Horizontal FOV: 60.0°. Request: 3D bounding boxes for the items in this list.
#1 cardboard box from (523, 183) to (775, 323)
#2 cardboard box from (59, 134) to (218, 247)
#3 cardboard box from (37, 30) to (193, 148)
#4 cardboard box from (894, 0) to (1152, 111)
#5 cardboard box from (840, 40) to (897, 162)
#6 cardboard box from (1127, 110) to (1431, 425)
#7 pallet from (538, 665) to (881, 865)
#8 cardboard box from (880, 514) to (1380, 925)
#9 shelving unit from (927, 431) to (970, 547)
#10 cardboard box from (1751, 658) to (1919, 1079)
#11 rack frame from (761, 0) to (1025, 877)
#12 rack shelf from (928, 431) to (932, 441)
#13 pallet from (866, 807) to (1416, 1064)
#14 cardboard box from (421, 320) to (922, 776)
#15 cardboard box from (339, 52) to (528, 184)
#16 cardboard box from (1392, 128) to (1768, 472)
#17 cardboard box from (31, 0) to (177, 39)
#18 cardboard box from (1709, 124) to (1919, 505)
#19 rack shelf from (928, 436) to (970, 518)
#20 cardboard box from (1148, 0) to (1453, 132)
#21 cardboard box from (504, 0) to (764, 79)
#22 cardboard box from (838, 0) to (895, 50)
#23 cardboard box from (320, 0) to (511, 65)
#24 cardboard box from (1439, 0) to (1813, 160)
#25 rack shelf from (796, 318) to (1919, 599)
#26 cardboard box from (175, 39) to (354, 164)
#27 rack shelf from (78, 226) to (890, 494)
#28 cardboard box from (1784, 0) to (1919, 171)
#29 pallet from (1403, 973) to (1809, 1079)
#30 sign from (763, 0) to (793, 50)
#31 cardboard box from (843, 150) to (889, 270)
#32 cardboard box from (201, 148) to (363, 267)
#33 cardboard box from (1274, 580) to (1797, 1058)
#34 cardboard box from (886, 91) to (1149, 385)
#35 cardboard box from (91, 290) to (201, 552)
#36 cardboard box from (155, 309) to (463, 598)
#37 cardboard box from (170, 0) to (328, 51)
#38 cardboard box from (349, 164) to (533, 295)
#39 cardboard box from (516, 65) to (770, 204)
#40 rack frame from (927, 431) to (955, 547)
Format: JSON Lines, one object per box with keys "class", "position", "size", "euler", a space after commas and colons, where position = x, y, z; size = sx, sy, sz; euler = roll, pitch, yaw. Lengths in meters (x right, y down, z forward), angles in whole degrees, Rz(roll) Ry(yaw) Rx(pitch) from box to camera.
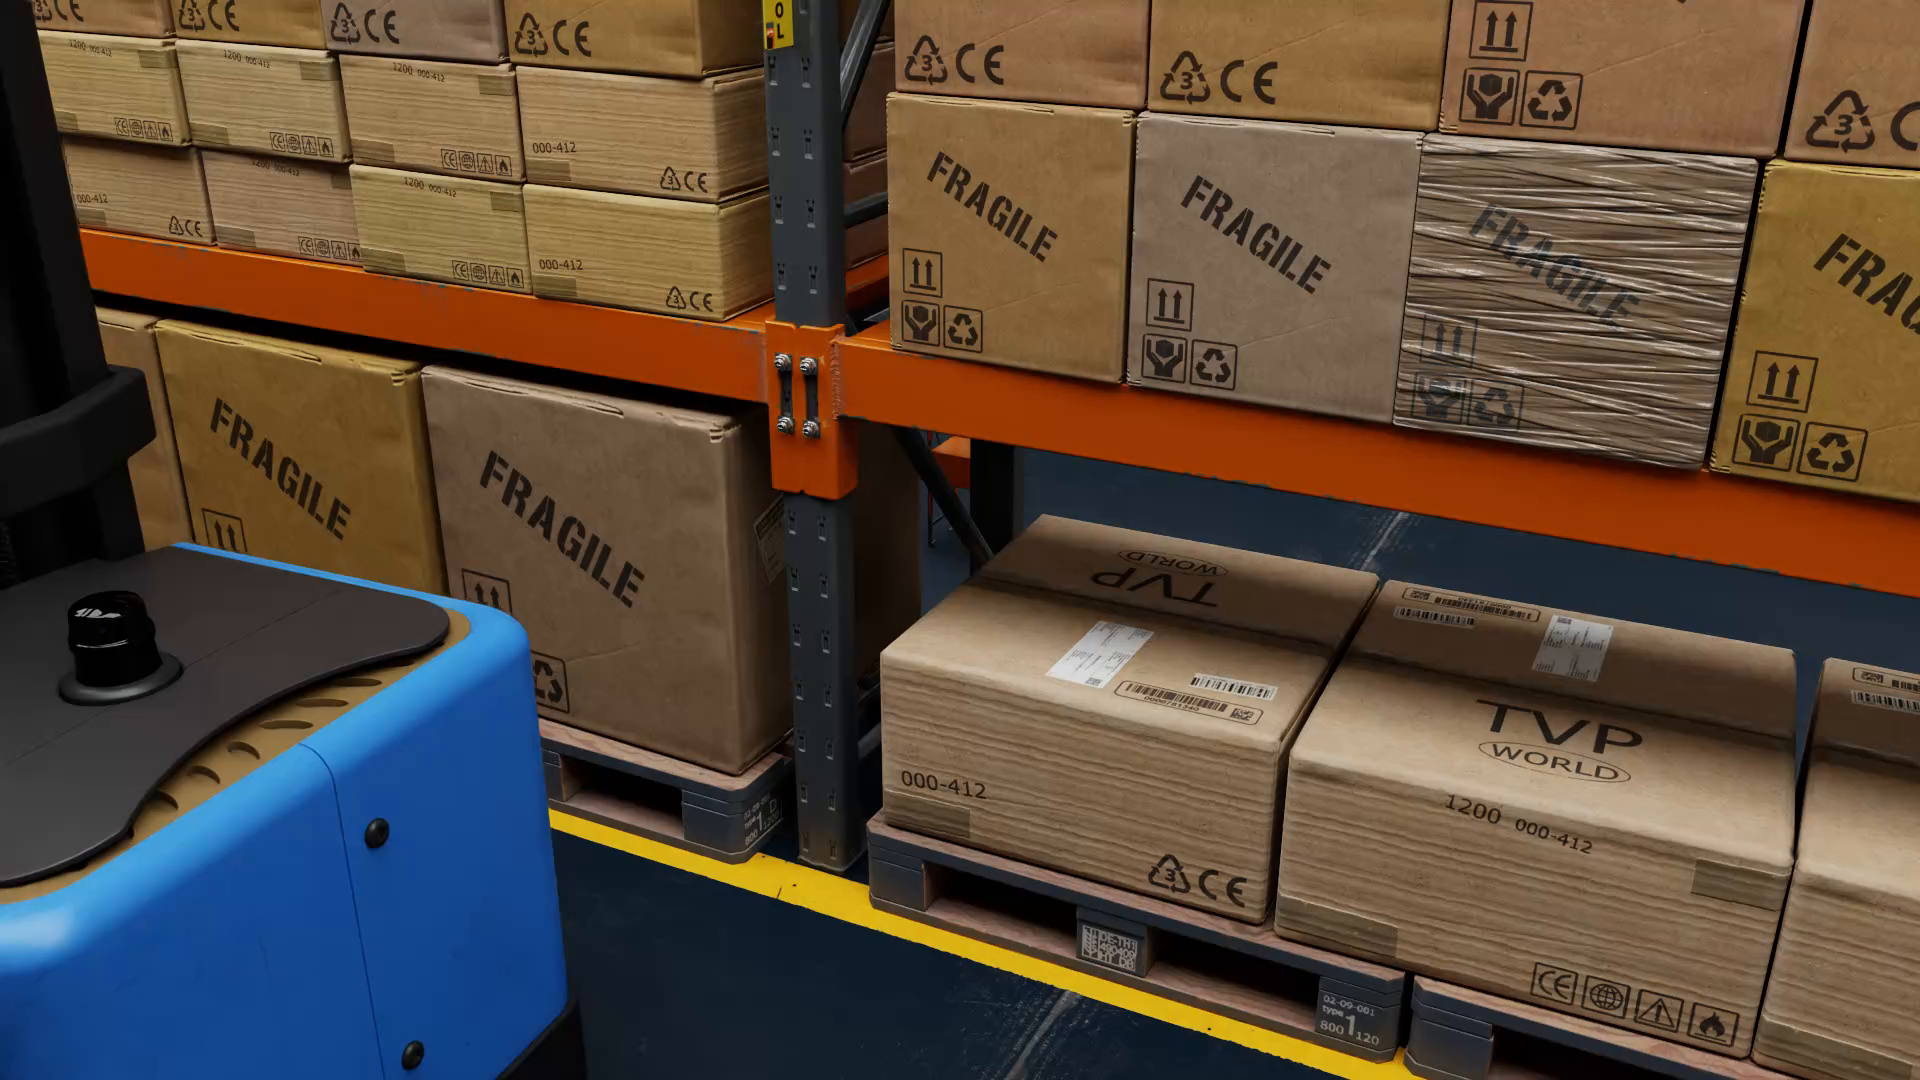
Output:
{"class": "cardboard box", "position": [-0.618, -0.699, 3.752], "size": [0.500, 0.250, 0.500], "euler": [11, 25, 23]}
{"class": "cardboard box", "position": [-1.976, -0.975, 4.401], "size": [0.500, 0.250, 0.500], "euler": [11, 25, 25]}
{"class": "cardboard box", "position": [-1.986, -1.190, 4.269], "size": [0.500, 0.250, 0.500], "euler": [12, 26, 25]}
{"class": "cardboard box", "position": [0.212, -1.114, 3.132], "size": [0.500, 0.500, 0.500], "euler": [11, 26, 25]}
{"class": "cardboard box", "position": [-0.369, -1.114, 4.089], "size": [0.500, 0.250, 0.500], "euler": [10, 25, 23]}
{"class": "cardboard box", "position": [0.644, -0.558, 3.102], "size": [0.500, 0.500, 0.500], "euler": [11, 26, 25]}
{"class": "pallet", "position": [-0.826, 0.397, 4.548], "size": [1.213, 0.211, 1.003], "euler": [11, 25, 25]}
{"class": "cardboard box", "position": [0.408, 0.357, 3.814], "size": [0.875, 0.438, 0.875], "euler": [11, 25, 24]}
{"class": "shelving unit", "position": [0.048, -0.474, 5.522], "size": [0.252, 1.050, 0.215], "euler": [11, 25, 25]}
{"class": "cardboard box", "position": [2.011, 0.675, 3.067], "size": [0.875, 0.438, 0.875], "euler": [12, 26, 26]}
{"class": "rack frame", "position": [-0.104, -0.777, 3.744], "size": [0.127, 3.000, 1.000], "euler": [11, 25, 25]}
{"class": "rack shelf", "position": [0.048, -0.464, 5.526], "size": [0.240, 0.259, 0.215], "euler": [11, 25, 25]}
{"class": "pallet", "position": [0.540, 0.668, 3.909], "size": [1.213, 0.211, 1.003], "euler": [11, 25, 25]}
{"class": "cardboard box", "position": [-0.693, -0.074, 4.269], "size": [0.875, 0.875, 0.875], "euler": [12, 26, 26]}
{"class": "cardboard box", "position": [-1.056, -1.016, 3.860], "size": [0.500, 0.250, 0.500], "euler": [12, 26, 26]}
{"class": "cardboard box", "position": [1.085, -0.468, 2.890], "size": [0.500, 0.500, 0.500], "euler": [11, 26, 25]}
{"class": "cardboard box", "position": [-1.993, -1.545, 4.146], "size": [0.500, 0.500, 0.500], "euler": [12, 26, 25]}
{"class": "cardboard box", "position": [1.545, -0.377, 2.676], "size": [0.500, 0.500, 0.500], "euler": [12, 26, 26]}
{"class": "rack shelf", "position": [0.048, -0.208, 5.635], "size": [0.240, 0.259, 0.215], "euler": [11, 25, 25]}
{"class": "cardboard box", "position": [0.660, -1.023, 2.917], "size": [0.500, 0.500, 0.500], "euler": [11, 25, 24]}
{"class": "cardboard box", "position": [-0.616, -1.274, 3.508], "size": [0.500, 0.500, 0.500], "euler": [12, 26, 26]}
{"class": "cardboard box", "position": [-0.367, -1.461, 3.947], "size": [0.500, 0.500, 0.500], "euler": [12, 26, 25]}
{"class": "cardboard box", "position": [-1.081, -1.363, 3.717], "size": [0.500, 0.500, 0.500], "euler": [12, 26, 26]}
{"class": "cardboard box", "position": [1.112, -0.928, 2.695], "size": [0.500, 0.500, 0.500], "euler": [12, 26, 26]}
{"class": "rack shelf", "position": [1.681, -0.093, 3.054], "size": [4.000, 0.370, 1.077], "euler": [11, 25, 25]}
{"class": "cardboard box", "position": [-1.521, -1.106, 4.070], "size": [0.500, 0.250, 0.500], "euler": [12, 26, 26]}
{"class": "rack shelf", "position": [-1.889, -0.799, 4.715], "size": [4.000, 0.370, 1.077], "euler": [11, 25, 25]}
{"class": "cardboard box", "position": [1.561, -0.839, 2.484], "size": [0.500, 0.500, 0.500], "euler": [11, 25, 24]}
{"class": "pallet", "position": [1.632, 0.883, 3.404], "size": [1.213, 0.211, 1.003], "euler": [11, 25, 25]}
{"class": "sign", "position": [-0.340, -1.082, 3.083], "size": [0.005, 0.325, 0.100], "euler": [11, 25, 25]}
{"class": "cardboard box", "position": [-0.377, -0.878, 4.173], "size": [0.500, 0.250, 0.500], "euler": [11, 25, 23]}
{"class": "cardboard box", "position": [-1.513, -0.885, 4.190], "size": [0.500, 0.250, 0.500], "euler": [10, 25, 23]}
{"class": "cardboard box", "position": [1.207, 0.515, 3.443], "size": [0.875, 0.438, 0.875], "euler": [10, 25, 23]}
{"class": "cardboard box", "position": [0.197, -0.648, 3.314], "size": [0.500, 0.500, 0.500], "euler": [12, 26, 26]}
{"class": "cardboard box", "position": [-2.300, -0.389, 5.009], "size": [0.875, 0.875, 0.875], "euler": [12, 26, 25]}
{"class": "cardboard box", "position": [-1.503, -0.231, 4.638], "size": [0.875, 0.875, 0.875], "euler": [12, 26, 26]}
{"class": "cardboard box", "position": [-1.524, -1.459, 3.943], "size": [0.500, 0.500, 0.500], "euler": [12, 26, 26]}
{"class": "cardboard box", "position": [-1.072, -0.789, 3.965], "size": [0.500, 0.250, 0.500], "euler": [11, 25, 24]}
{"class": "cardboard box", "position": [-0.607, -0.931, 3.659], "size": [0.500, 0.250, 0.500], "euler": [11, 25, 24]}
{"class": "rack frame", "position": [-0.061, -0.495, 5.573], "size": [0.008, 1.050, 0.200], "euler": [11, 25, 25]}
